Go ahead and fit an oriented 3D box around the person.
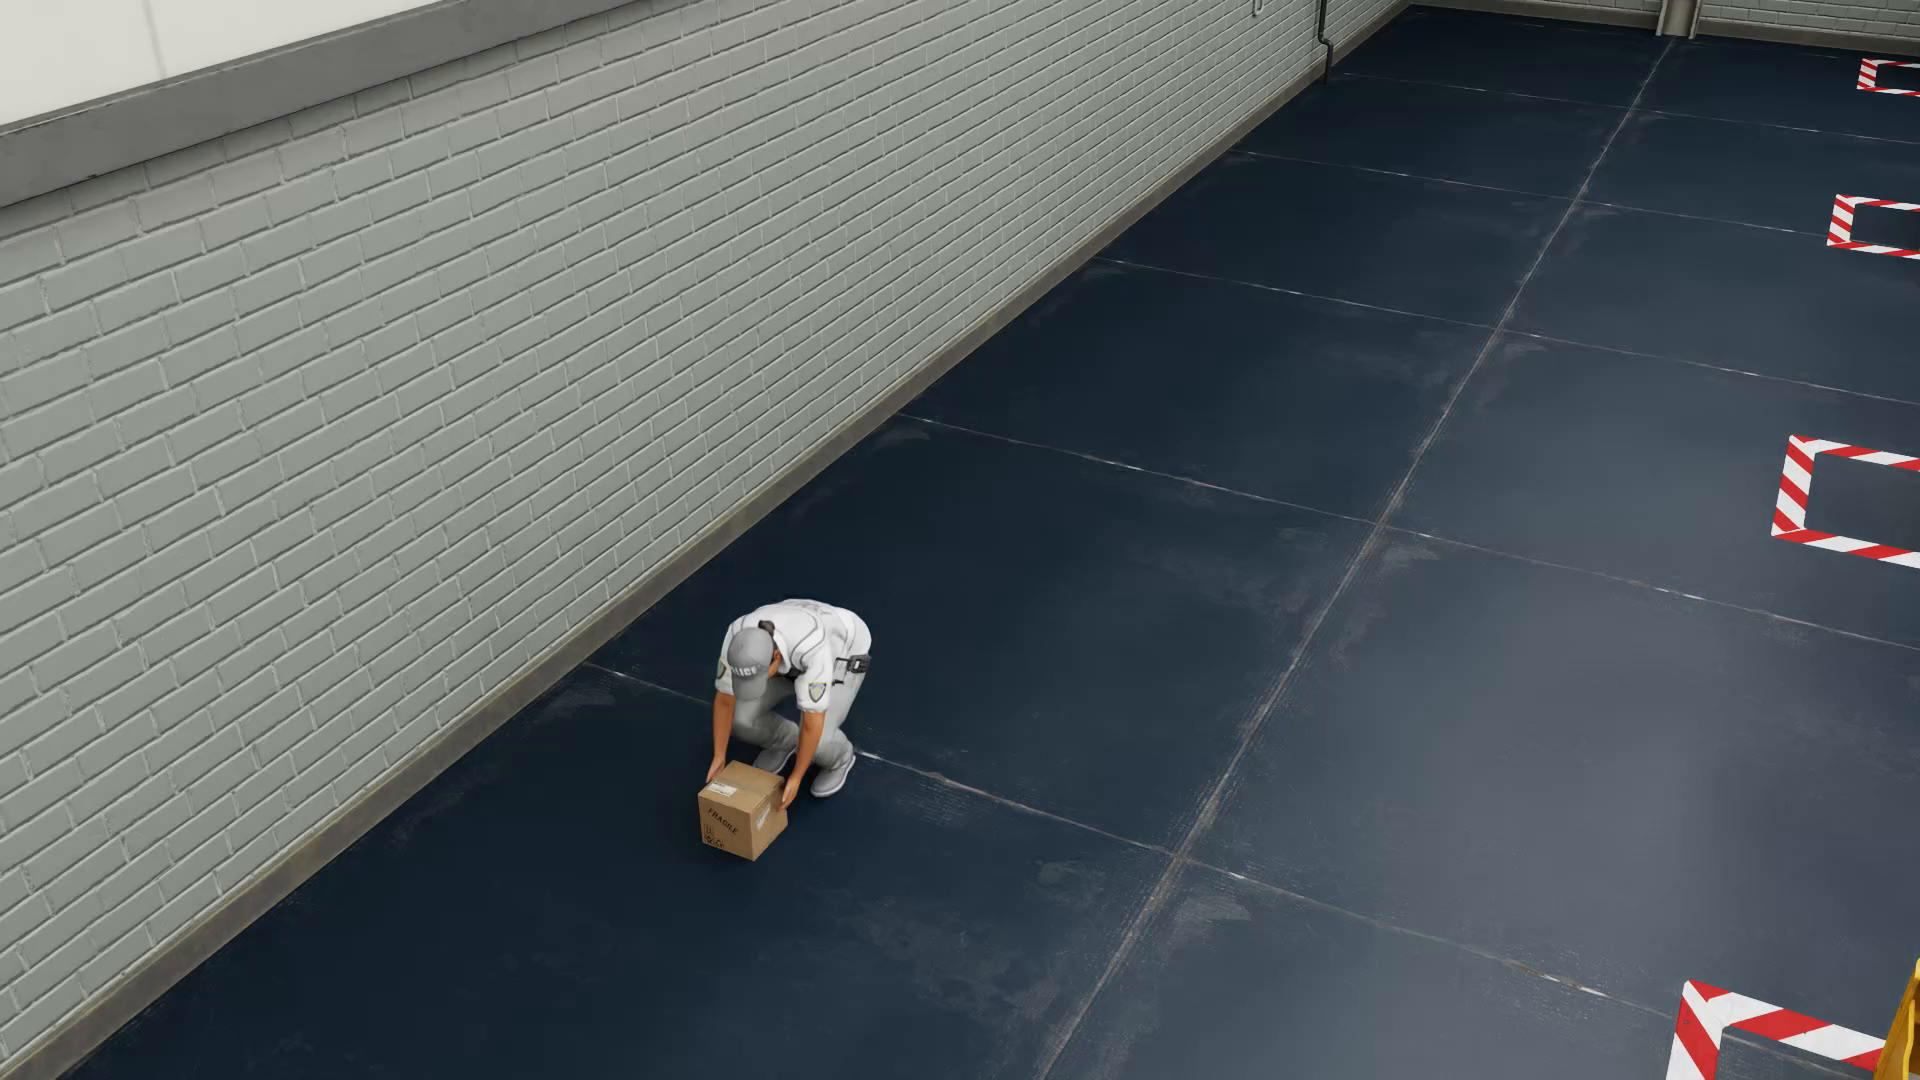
[{"bbox_3d":[-0.683,0.611,6.778,0.527,0.969,0.849,14,33,23],"label":"person"}]
